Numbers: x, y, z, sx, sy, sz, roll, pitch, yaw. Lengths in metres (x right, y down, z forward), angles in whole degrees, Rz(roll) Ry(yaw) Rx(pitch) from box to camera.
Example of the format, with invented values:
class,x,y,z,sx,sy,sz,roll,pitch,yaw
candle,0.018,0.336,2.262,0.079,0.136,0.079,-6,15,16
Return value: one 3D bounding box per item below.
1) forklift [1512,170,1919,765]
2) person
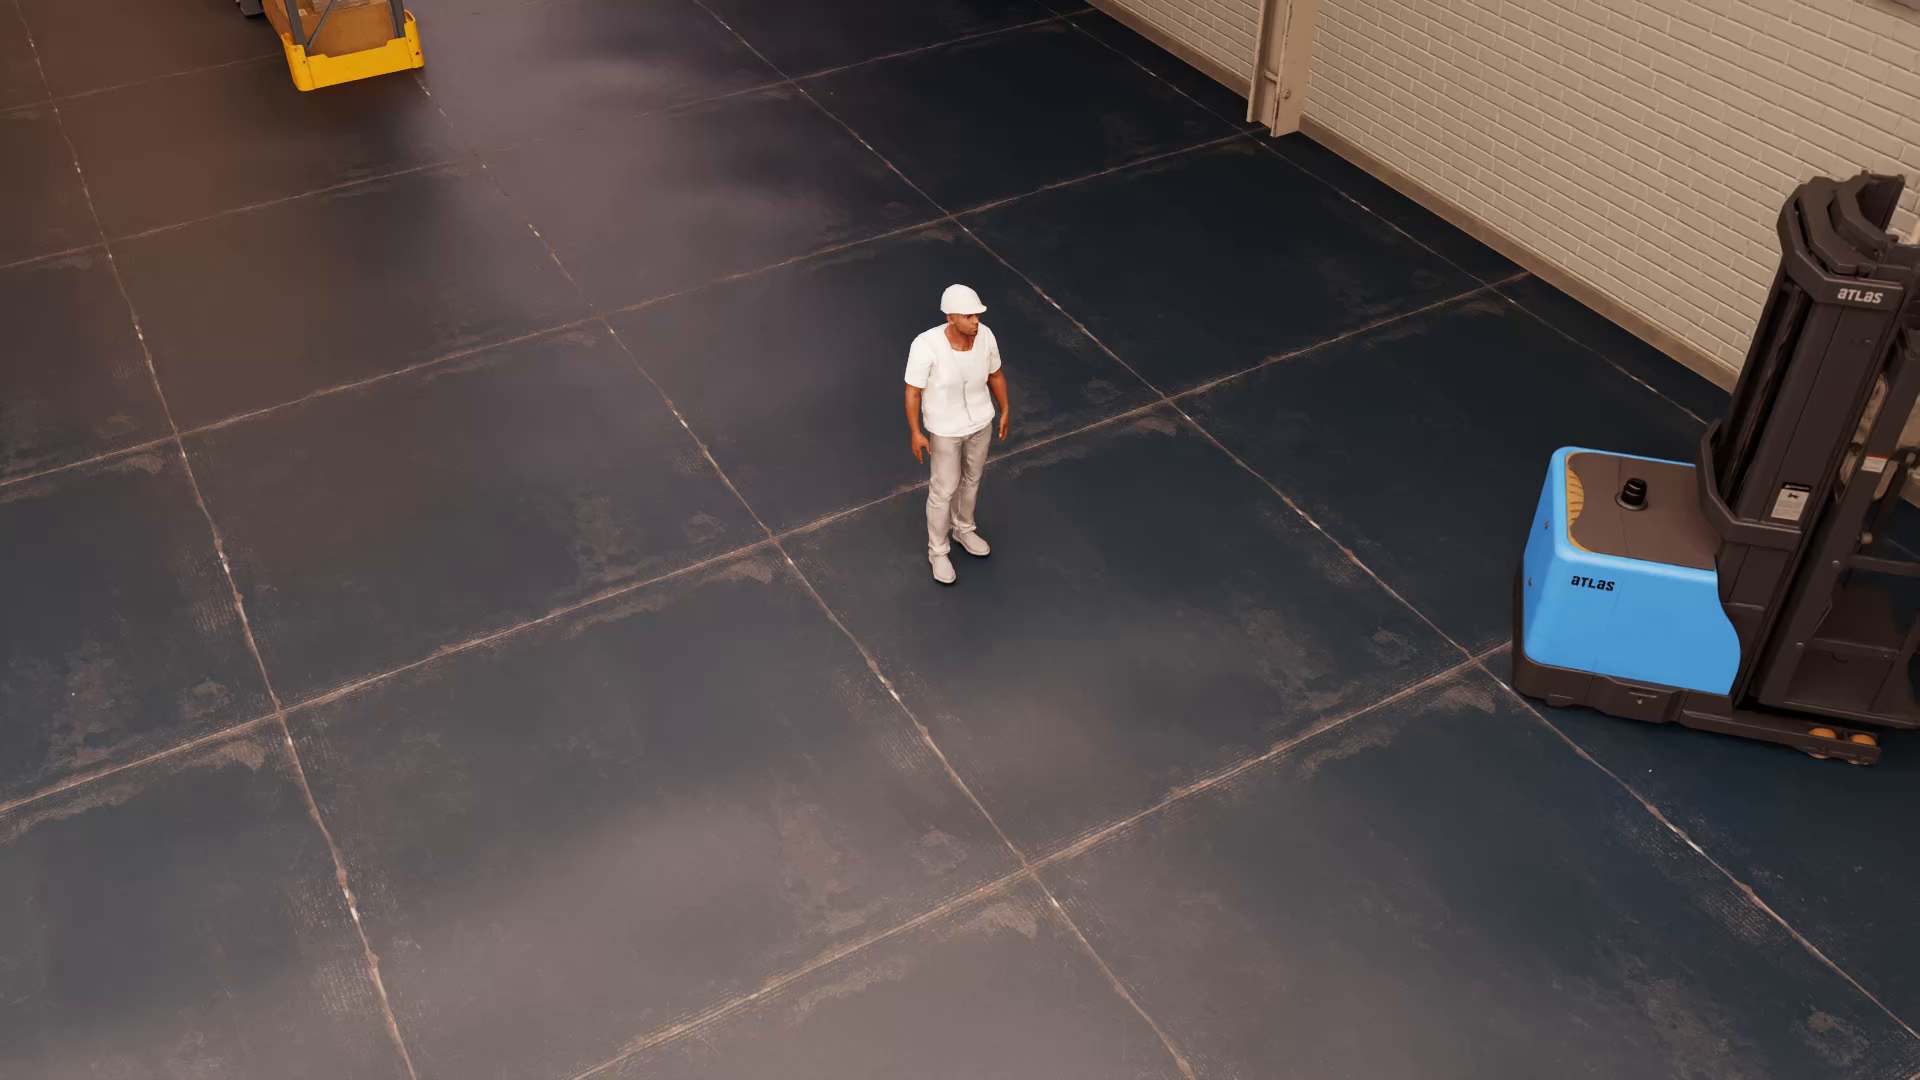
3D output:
class,x,y,z,sx,sy,sz,roll,pitch,yaw
forklift,4.653,-0.304,8.403,3.031,2.935,1.130,9,41,11
person,0.030,-0.645,9.715,0.666,1.765,0.577,-20,44,-23
